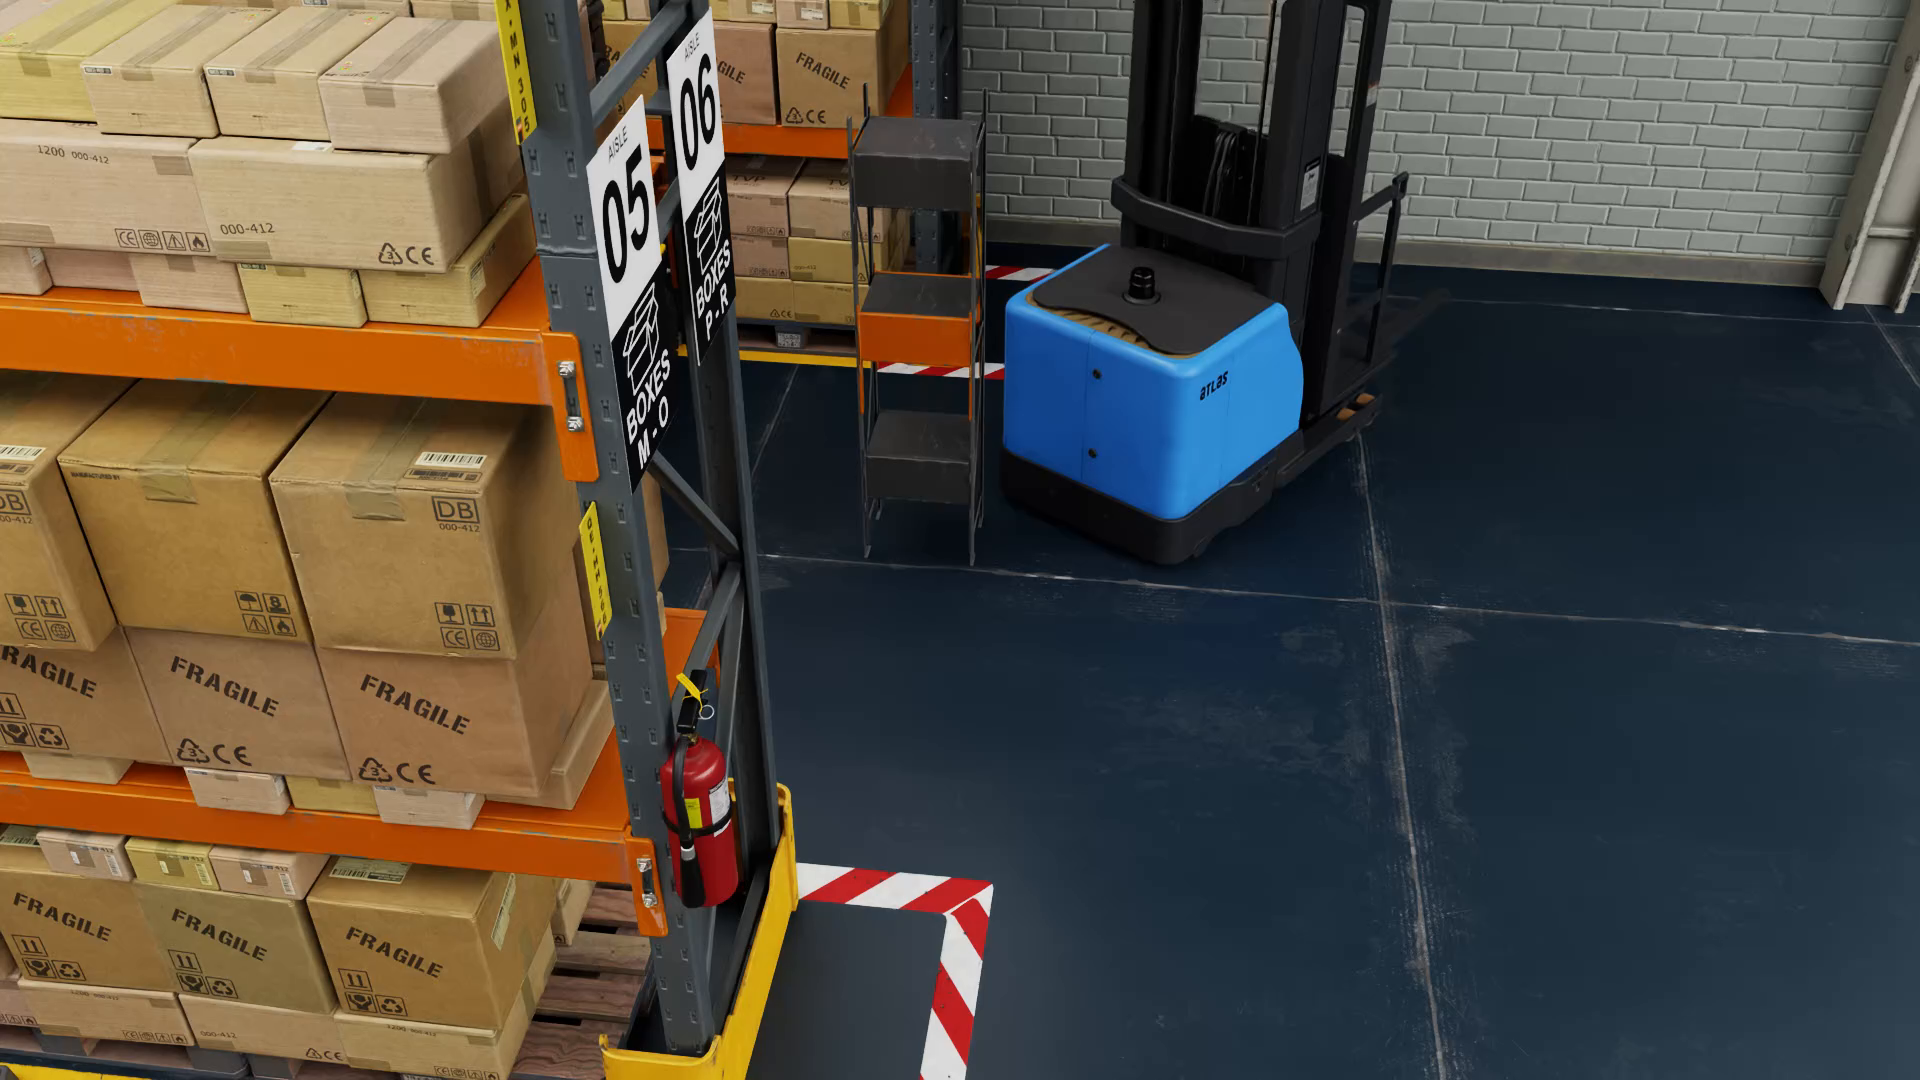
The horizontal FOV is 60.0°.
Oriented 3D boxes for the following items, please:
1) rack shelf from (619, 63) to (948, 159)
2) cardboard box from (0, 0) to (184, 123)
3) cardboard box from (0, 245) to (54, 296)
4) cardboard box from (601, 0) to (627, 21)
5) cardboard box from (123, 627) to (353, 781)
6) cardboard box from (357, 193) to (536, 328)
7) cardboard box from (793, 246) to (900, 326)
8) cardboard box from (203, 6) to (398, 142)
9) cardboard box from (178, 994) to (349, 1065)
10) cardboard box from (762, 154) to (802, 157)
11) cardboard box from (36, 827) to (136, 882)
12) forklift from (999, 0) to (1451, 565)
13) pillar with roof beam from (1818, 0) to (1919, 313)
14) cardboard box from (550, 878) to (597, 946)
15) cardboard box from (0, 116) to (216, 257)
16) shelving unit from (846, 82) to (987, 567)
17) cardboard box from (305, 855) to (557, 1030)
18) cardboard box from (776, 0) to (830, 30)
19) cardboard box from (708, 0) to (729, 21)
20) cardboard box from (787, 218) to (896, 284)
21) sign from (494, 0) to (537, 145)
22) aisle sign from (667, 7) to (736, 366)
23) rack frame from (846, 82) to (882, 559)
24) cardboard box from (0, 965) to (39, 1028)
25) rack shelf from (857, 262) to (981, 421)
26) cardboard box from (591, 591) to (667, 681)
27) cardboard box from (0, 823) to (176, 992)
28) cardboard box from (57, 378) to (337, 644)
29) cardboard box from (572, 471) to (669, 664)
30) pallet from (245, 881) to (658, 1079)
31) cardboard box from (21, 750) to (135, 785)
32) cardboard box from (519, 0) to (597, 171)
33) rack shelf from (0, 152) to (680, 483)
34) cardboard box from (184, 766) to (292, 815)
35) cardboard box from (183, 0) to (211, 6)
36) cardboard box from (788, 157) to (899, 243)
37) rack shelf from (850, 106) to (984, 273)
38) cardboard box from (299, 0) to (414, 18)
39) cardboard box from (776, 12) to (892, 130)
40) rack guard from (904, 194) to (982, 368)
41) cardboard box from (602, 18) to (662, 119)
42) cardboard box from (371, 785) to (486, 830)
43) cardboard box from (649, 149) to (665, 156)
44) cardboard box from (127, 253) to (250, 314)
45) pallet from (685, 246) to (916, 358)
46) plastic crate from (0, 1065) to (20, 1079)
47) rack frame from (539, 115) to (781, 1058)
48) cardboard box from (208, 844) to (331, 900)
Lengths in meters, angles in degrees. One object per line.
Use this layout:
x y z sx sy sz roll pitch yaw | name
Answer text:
-2.095 -2.360 9.094 4.000 0.370 1.077 4 36 6 | rack shelf
-1.864 -1.041 3.574 0.250 0.149 0.380 4 36 6 | cardboard box
-2.135 -0.716 3.805 0.250 0.149 0.380 4 36 6 | cardboard box
-1.766 -2.755 8.384 0.250 0.149 0.380 5 36 6 | cardboard box
-1.809 0.272 4.444 0.500 0.500 0.500 4 36 6 | cardboard box
-1.129 -0.629 3.683 0.250 0.149 0.380 4 36 6 | cardboard box
-0.617 -1.410 9.148 0.500 0.250 0.500 5 36 6 | cardboard box
-1.364 -0.984 3.495 0.250 0.149 0.380 5 36 7 | cardboard box
-2.088 1.356 5.274 0.500 0.250 0.500 4 36 6 | cardboard box
-1.060 -2.143 9.316 0.500 0.250 0.500 4 36 6 | cardboard box
-2.450 0.796 4.855 0.250 0.149 0.380 6 36 8 | cardboard box
1.522 -1.865 7.840 1.130 2.935 3.031 26 43 32 | forklift
4.716 -2.593 3.638 0.400 9.000 9.100 4 36 6 | pillar with roof beam
-1.504 1.084 5.654 0.500 0.250 0.500 4 36 6 | cardboard box
-1.779 -0.854 3.656 0.500 0.250 0.500 4 36 5 | cardboard box
-0.164 -0.867 7.157 0.503 2.100 0.431 4 36 6 | shelving unit
-1.567 1.089 5.002 0.500 0.500 0.500 4 36 6 | cardboard box
-0.748 -2.676 8.273 0.250 0.149 0.380 5 36 7 | cardboard box
-1.242 -2.755 8.384 0.250 0.149 0.380 4 36 6 | cardboard box
-0.634 -1.616 9.008 0.500 0.250 0.500 4 36 5 | cardboard box
-0.830 -0.908 3.096 0.005 0.325 0.100 4 36 6 | sign
-0.639 -0.877 4.159 0.004 0.787 0.394 4 36 6 | aisle sign
-0.406 -0.885 7.183 0.015 2.100 0.400 4 36 6 | rack frame
-3.099 1.277 5.384 0.500 0.250 0.500 4 36 5 | cardboard box
-0.164 -0.856 7.165 0.480 0.518 0.431 4 36 6 | rack shelf
-1.050 0.313 4.946 0.250 0.149 0.380 4 36 6 | cardboard box
-2.585 1.011 5.111 0.500 0.500 0.500 3 36 5 | cardboard box
-1.775 -0.167 4.200 0.500 0.500 0.700 5 36 6 | cardboard box
-1.174 -0.002 4.828 0.500 0.500 0.500 4 36 5 | cardboard box
-1.616 1.404 5.601 1.213 0.211 1.003 4 36 6 | pallet
-2.415 0.499 4.685 0.250 0.149 0.380 4 36 5 | cardboard box
-1.204 -1.117 4.023 0.500 0.250 0.500 4 36 5 | cardboard box
-2.723 -0.721 4.215 4.000 0.370 1.077 4 36 6 | rack shelf
-1.914 0.565 4.592 0.250 0.149 0.380 5 36 7 | cardboard box
-1.798 -1.357 4.017 0.250 0.149 0.380 4 36 6 | cardboard box
-0.608 -1.818 8.860 0.500 0.250 0.500 5 36 8 | cardboard box
-0.164 -1.426 6.758 0.480 0.518 0.431 4 36 6 | rack shelf
-1.318 -1.242 3.855 0.250 0.149 0.380 4 36 6 | cardboard box
-0.633 -2.431 8.488 0.500 0.500 0.500 4 36 5 | cardboard box
-0.087 -1.486 9.402 0.348 0.500 1.175 4 36 6 | rack guard
-1.654 -2.512 8.602 0.500 0.500 0.500 4 36 5 | cardboard box
-1.403 0.598 4.546 0.250 0.149 0.380 4 36 5 | cardboard box
-1.616 -1.884 8.953 0.500 0.250 0.500 5 36 7 | cardboard box
-1.639 -0.668 3.737 0.250 0.149 0.380 5 36 7 | cardboard box
-0.875 -1.403 9.534 1.213 0.211 1.003 4 36 6 | pallet
-3.254 1.836 5.108 0.583 0.080 0.402 -7 36 -10 | plastic crate
-0.740 0.355 4.670 0.127 3.000 1.000 4 36 6 | rack frame
-1.940 0.837 4.797 0.250 0.149 0.380 5 36 7 | cardboard box
